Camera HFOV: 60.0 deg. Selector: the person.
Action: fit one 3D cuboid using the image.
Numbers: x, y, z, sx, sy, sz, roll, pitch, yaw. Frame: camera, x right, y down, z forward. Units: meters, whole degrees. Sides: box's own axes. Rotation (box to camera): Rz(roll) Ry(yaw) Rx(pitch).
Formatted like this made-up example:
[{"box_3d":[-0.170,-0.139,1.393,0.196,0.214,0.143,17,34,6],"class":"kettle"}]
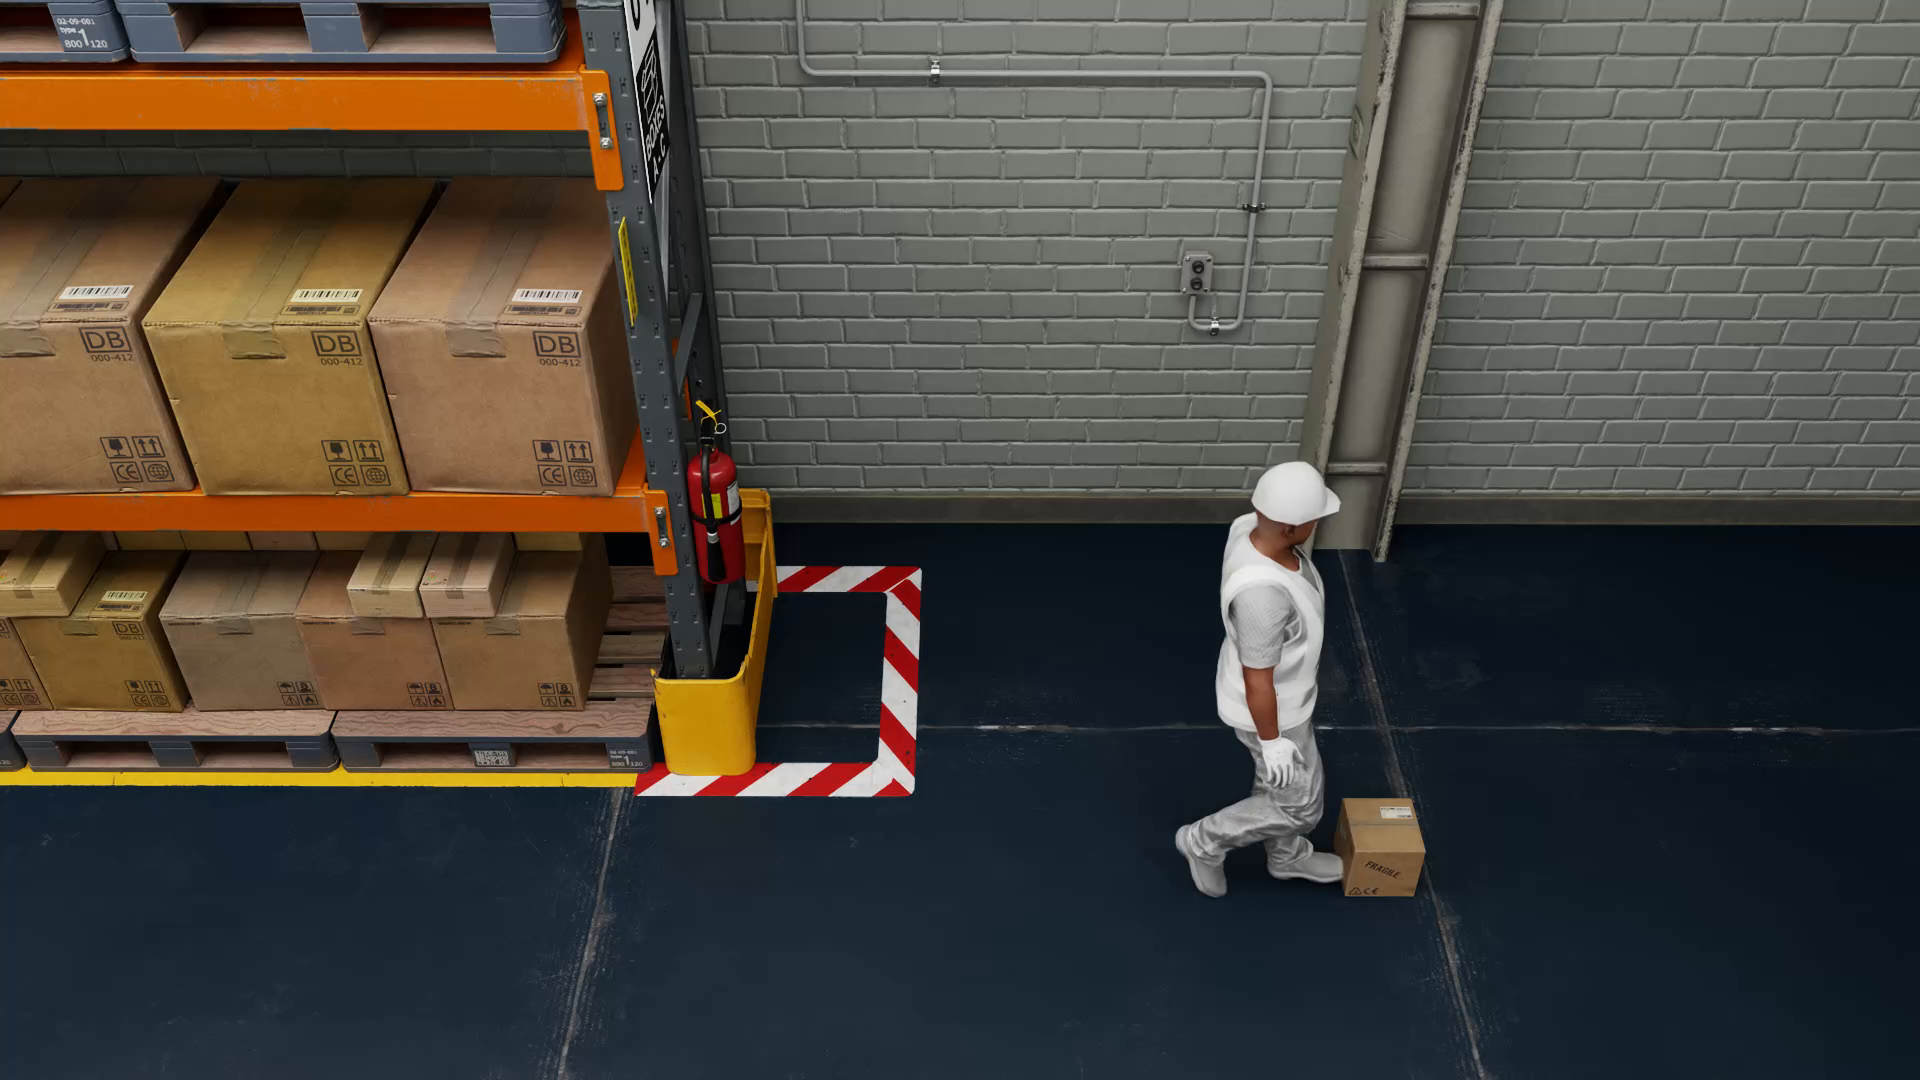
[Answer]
[{"box_3d":[1.096,0.521,5.492,0.651,1.772,0.625,6,40,7],"class":"person"}]
